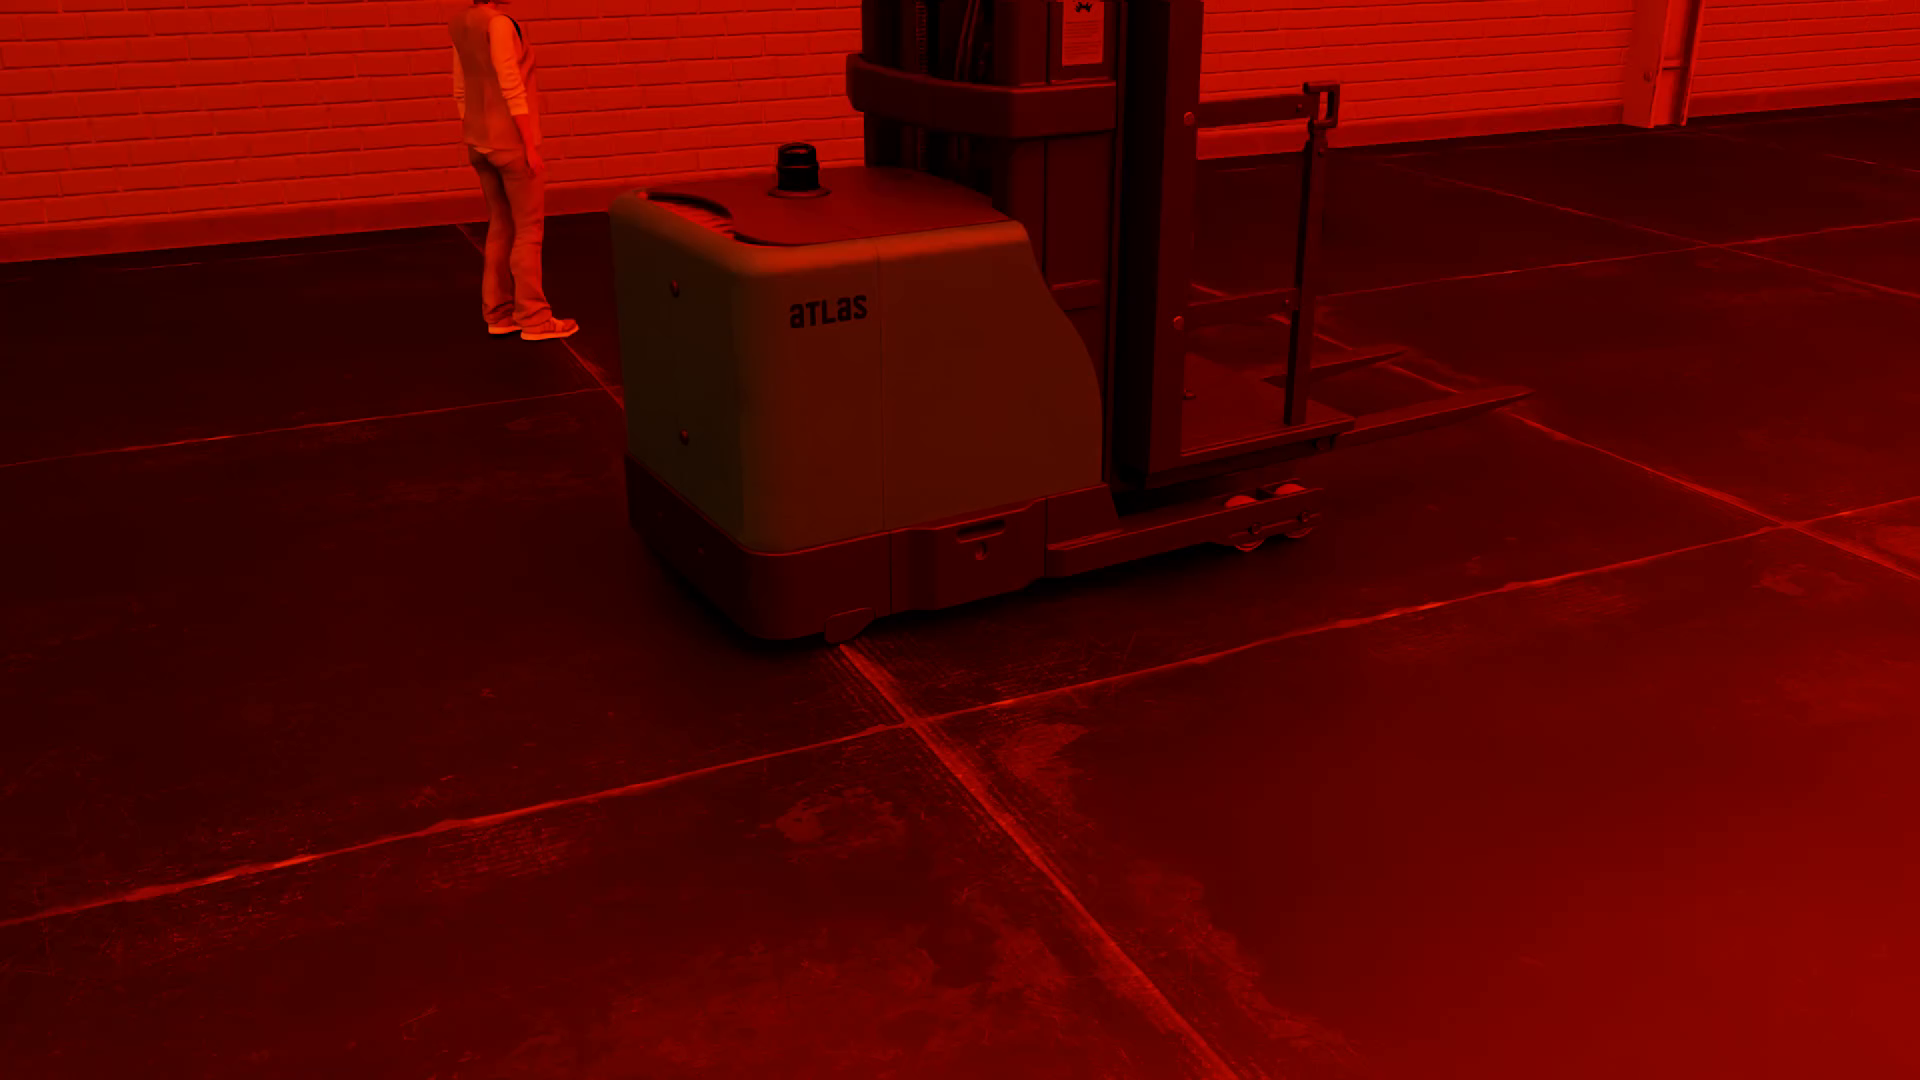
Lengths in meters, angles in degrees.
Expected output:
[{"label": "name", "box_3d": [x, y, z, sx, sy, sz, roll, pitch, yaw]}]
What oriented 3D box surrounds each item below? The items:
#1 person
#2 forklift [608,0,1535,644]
[{"label": "person", "box_3d": [-1.893, -1.642, 6.975, 0.462, 1.602, 0.336, 19, 29, 38]}, {"label": "forklift", "box_3d": [0.527, -1.481, 4.852, 3.031, 2.935, 1.130, -13, 26, -28]}]
